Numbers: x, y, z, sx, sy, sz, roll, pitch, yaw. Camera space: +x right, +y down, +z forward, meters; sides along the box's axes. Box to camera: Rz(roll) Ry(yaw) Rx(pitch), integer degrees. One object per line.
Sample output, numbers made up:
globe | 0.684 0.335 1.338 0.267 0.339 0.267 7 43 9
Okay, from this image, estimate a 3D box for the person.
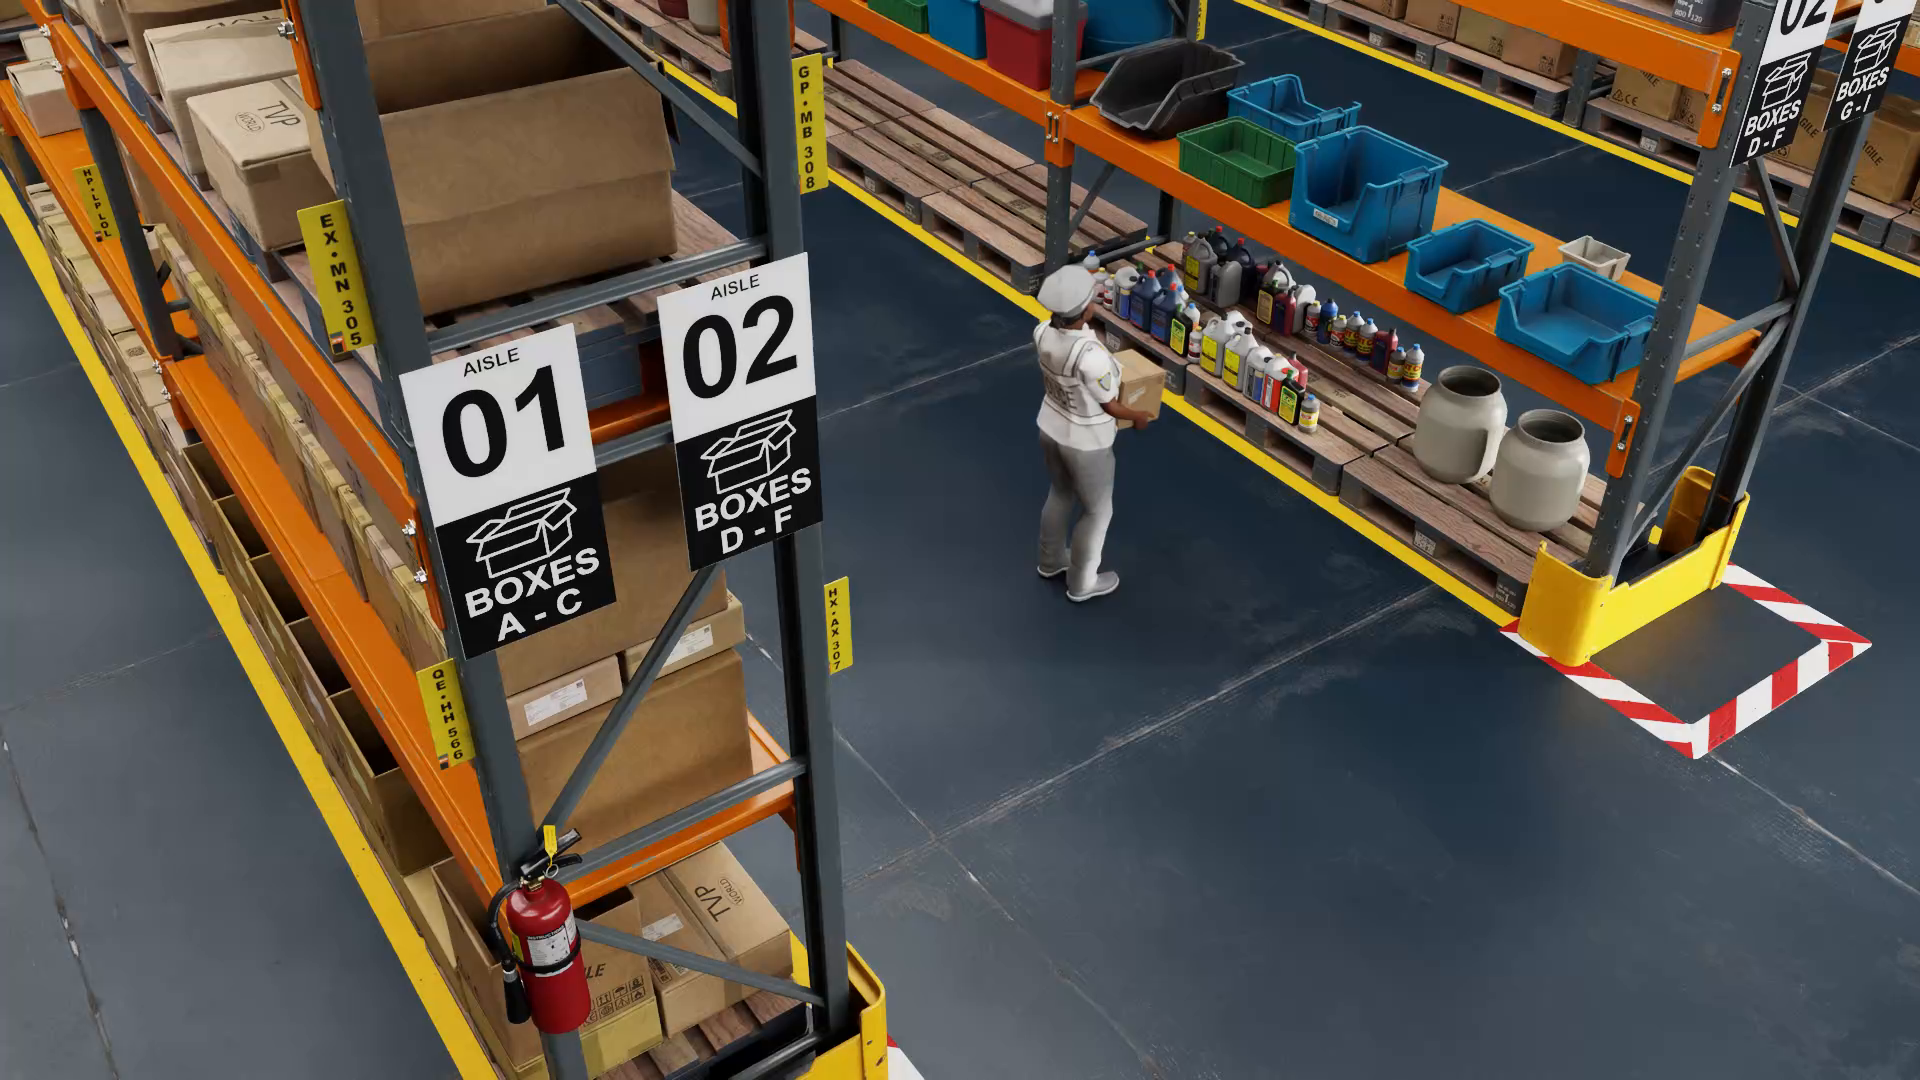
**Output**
person | 0.597 -0.506 7.657 0.533 1.689 0.449 -23 42 -27
